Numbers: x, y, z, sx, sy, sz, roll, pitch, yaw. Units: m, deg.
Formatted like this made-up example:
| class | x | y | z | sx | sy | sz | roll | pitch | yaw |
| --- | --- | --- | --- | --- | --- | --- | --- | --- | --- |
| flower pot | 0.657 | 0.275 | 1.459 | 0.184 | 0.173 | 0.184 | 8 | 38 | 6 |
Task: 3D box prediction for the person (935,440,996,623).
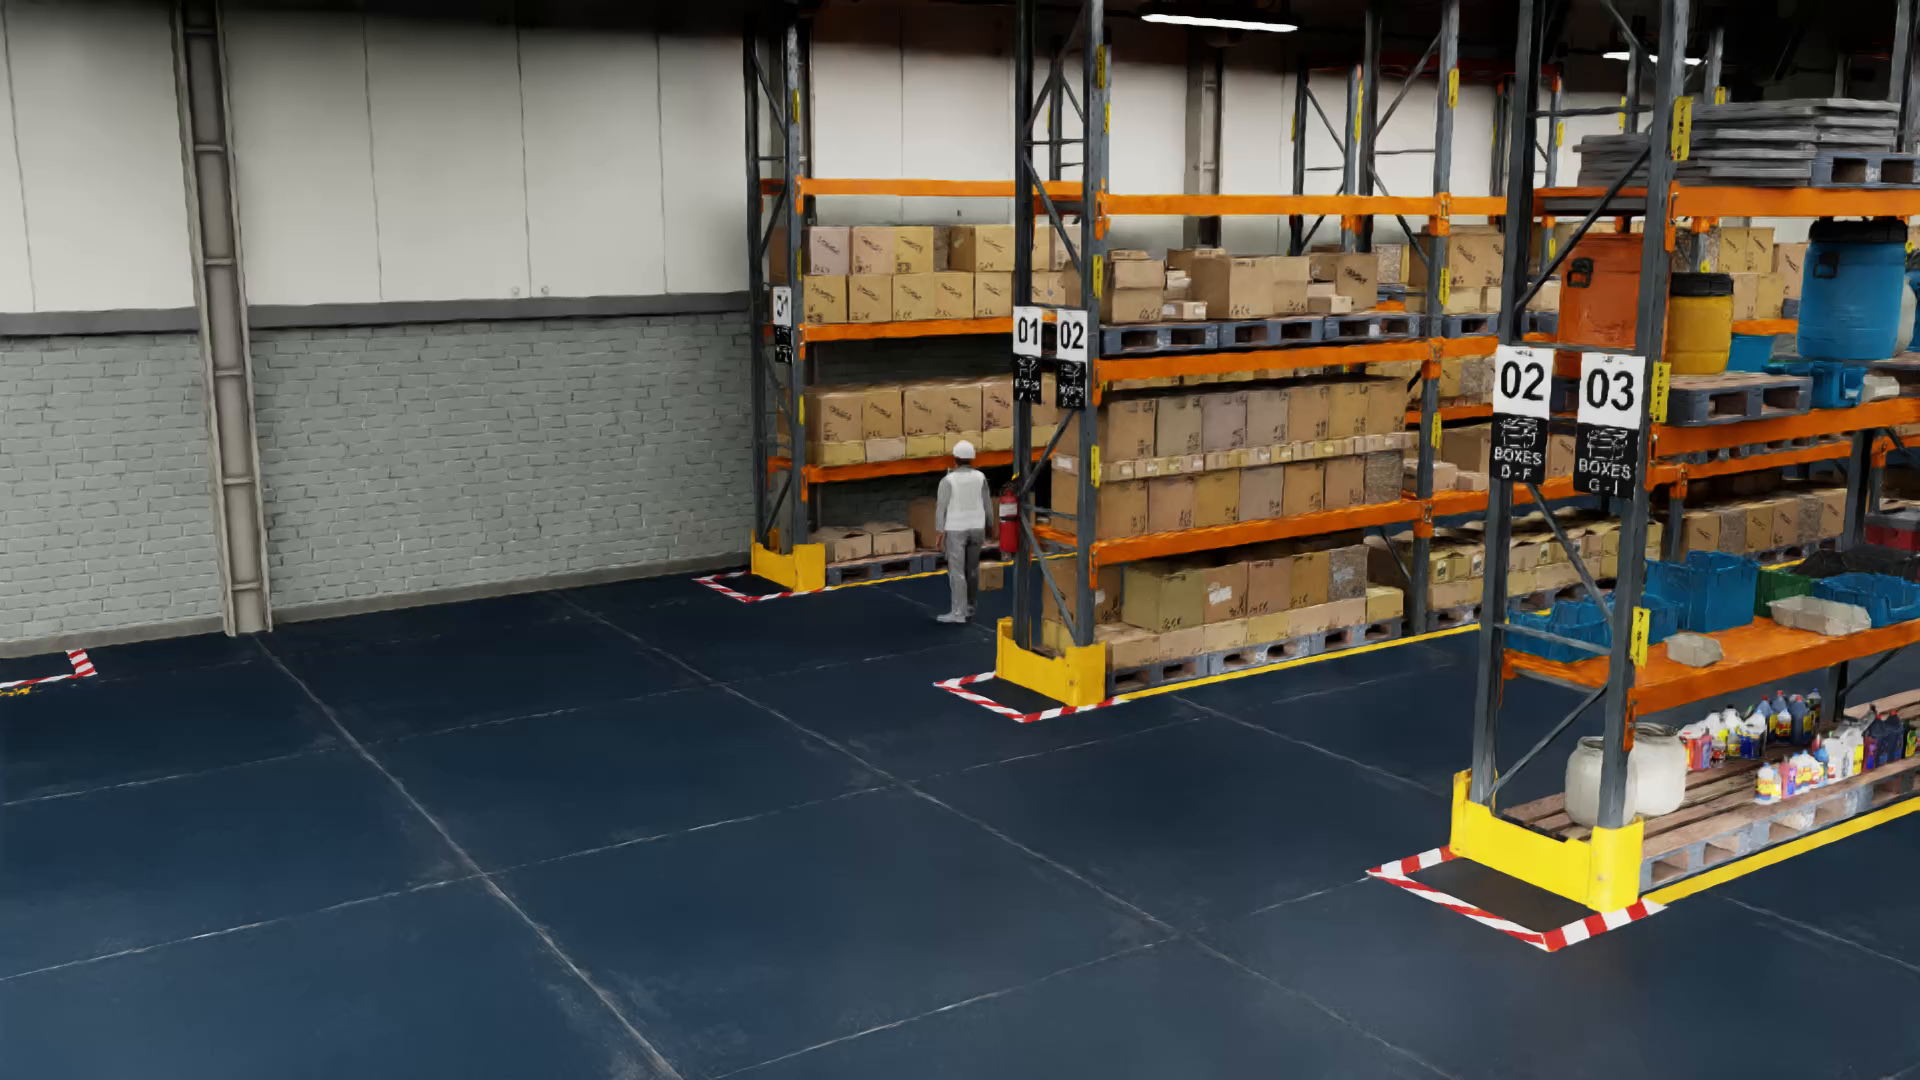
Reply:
| class | x | y | z | sx | sy | sz | roll | pitch | yaw |
| --- | --- | --- | --- | --- | --- | --- | --- | --- | --- |
| person | 0.038 | -0.106 | 16.350 | 0.689 | 1.774 | 0.577 | -6 | 13 | -28 |
